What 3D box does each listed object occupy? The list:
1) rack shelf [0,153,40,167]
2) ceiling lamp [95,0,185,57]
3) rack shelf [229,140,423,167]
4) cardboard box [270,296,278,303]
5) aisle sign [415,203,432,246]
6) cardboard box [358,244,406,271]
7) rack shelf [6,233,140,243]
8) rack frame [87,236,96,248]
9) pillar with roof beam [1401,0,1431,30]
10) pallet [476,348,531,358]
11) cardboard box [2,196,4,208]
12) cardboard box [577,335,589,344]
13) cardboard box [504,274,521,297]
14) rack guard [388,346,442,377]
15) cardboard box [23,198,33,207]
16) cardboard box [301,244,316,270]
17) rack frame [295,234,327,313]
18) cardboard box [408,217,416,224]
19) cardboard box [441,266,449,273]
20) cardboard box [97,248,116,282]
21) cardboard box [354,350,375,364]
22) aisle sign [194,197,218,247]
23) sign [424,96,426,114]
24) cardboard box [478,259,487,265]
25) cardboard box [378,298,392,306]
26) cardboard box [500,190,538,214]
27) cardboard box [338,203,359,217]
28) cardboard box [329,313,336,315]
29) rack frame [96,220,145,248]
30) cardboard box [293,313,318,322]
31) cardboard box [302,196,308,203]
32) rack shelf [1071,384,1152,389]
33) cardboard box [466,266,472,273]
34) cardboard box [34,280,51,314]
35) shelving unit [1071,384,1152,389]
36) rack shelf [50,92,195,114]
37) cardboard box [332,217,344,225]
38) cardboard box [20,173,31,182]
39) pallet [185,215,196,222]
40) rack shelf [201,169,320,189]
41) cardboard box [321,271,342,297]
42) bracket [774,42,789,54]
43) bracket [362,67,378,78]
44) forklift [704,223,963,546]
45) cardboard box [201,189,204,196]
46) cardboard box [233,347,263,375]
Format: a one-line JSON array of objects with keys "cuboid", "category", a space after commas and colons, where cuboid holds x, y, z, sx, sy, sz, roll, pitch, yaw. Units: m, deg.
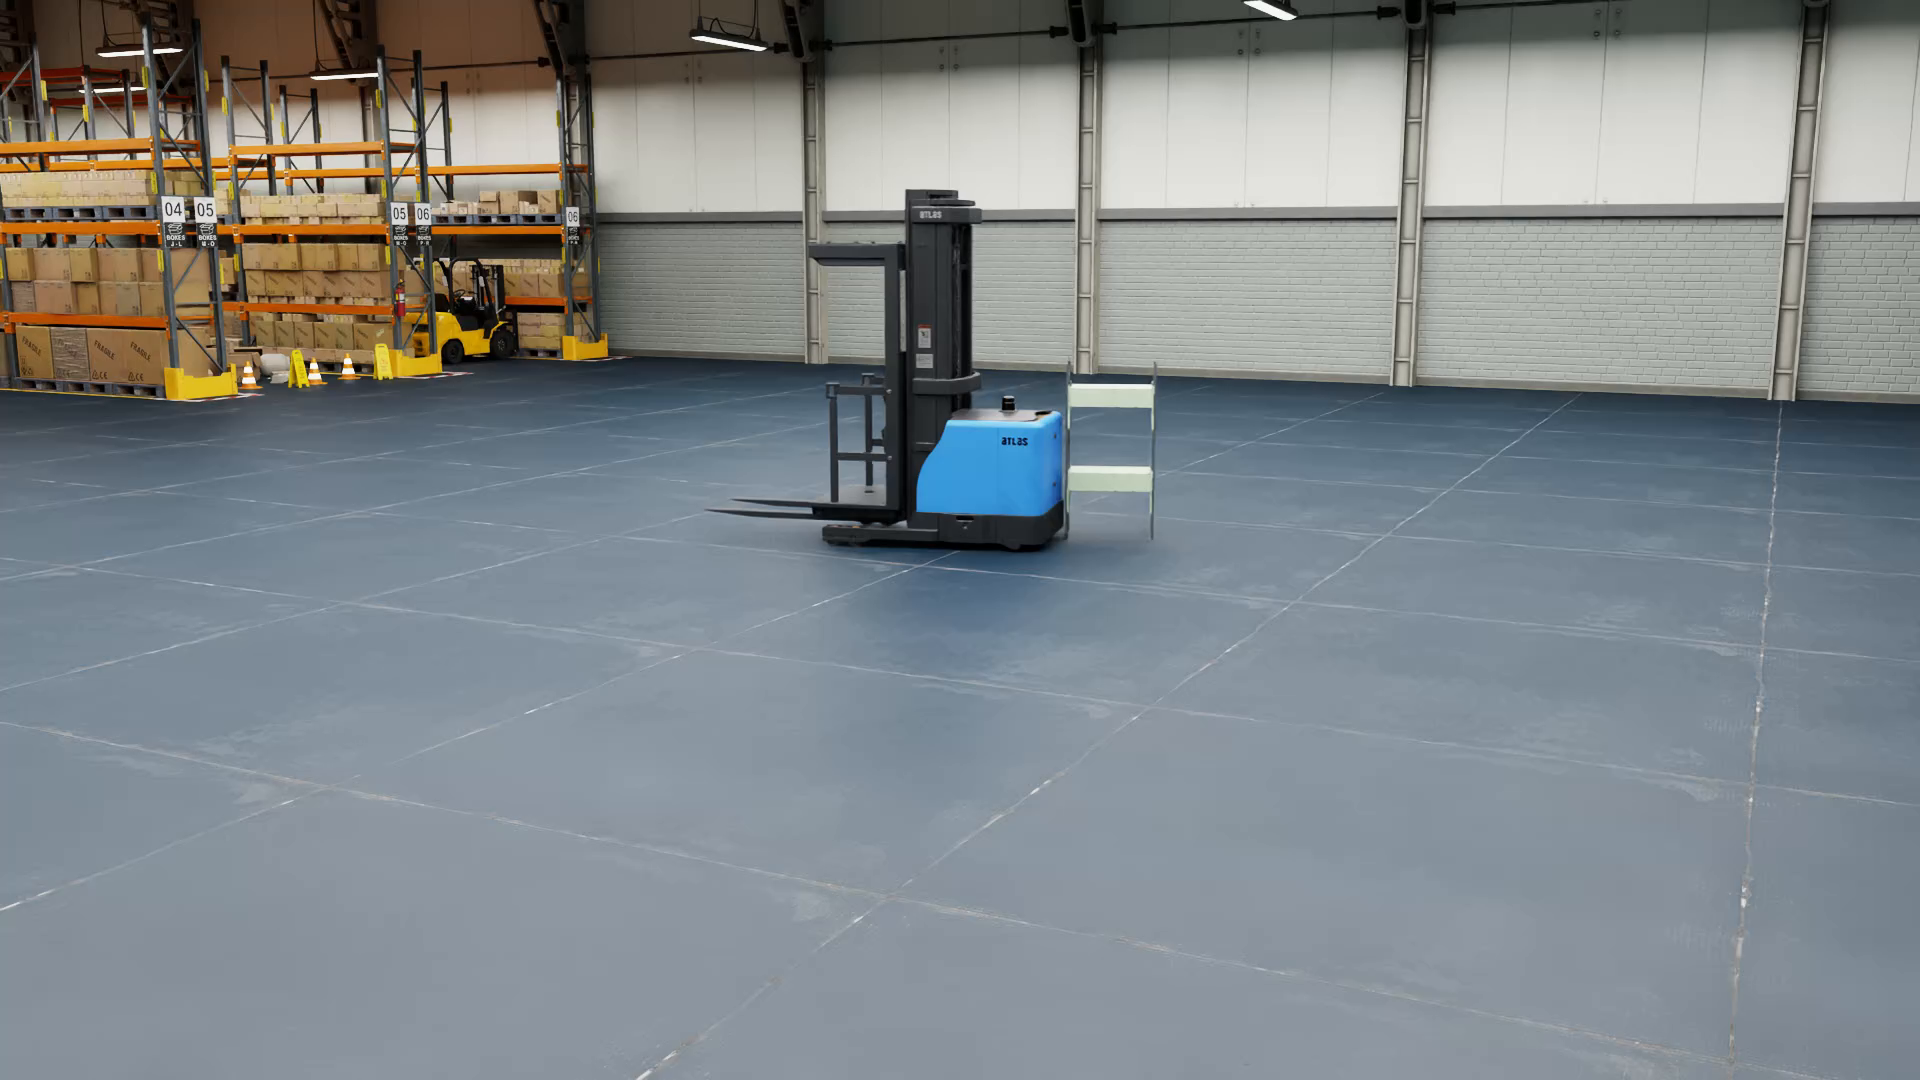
[{"cuboid": [-17.797, -6.702, 29.135, 4.000, 0.370, 1.077, 5, 11, 26], "category": "rack shelf"}, {"cuboid": [-14.749, -10.406, 30.070, 2.000, 3.185, 0.800, 5, 11, 26], "category": "ceiling lamp"}, {"cuboid": [-12.110, -7.380, 31.770, 4.000, 0.370, 1.077, 5, 11, 26], "category": "rack shelf"}, {"cuboid": [-13.262, -4.714, 32.560, 0.250, 0.149, 0.380, 5, 11, 26], "category": "cardboard box"}, {"cuboid": [-10.124, -5.950, 31.384, 0.004, 0.787, 0.394, 5, 11, 26], "category": "aisle sign"}, {"cuboid": [-10.871, -5.319, 31.274, 0.500, 0.500, 0.700, 5, 11, 24], "category": "cardboard box"}, {"cuboid": [-19.284, -6.536, 35.520, 4.000, 0.370, 1.077, 5, 11, 26], "category": "rack shelf"}, {"cuboid": [-22.474, -6.680, 42.714, 0.053, 2.616, 0.949, 5, 11, 26], "category": "rack frame"}, {"cuboid": [5.803, -9.392, 23.975, 0.548, 2.987, 8.718, 5, 11, 26], "category": "pillar with roof beam"}, {"cuboid": [-9.918, -4.197, 36.827, 1.213, 0.211, 1.003, 5, 11, 26], "category": "pallet"}, {"cuboid": [-16.708, -5.831, 28.565, 0.500, 0.250, 0.500, 5, 11, 26], "category": "cardboard box"}, {"cuboid": [-8.478, -4.343, 36.345, 0.500, 0.250, 0.500, 5, 11, 26], "category": "cardboard box"}, {"cuboid": [-9.602, -5.548, 36.181, 0.500, 0.500, 0.500, 5, 11, 25], "category": "cardboard box"}, {"cuboid": [-14.838, -4.446, 30.936, 7.902, 2.800, 5.997, 5, 11, 26], "category": "rack guard"}, {"cuboid": [-15.371, -5.628, 27.728, 0.250, 0.149, 0.380, 5, 11, 26], "category": "cardboard box"}, {"cuboid": [-12.211, -5.445, 31.972, 0.500, 0.500, 0.700, 5, 11, 25], "category": "cardboard box"}, {"cuboid": [-15.298, -6.050, 39.234, 0.127, 3.000, 1.000, 5, 11, 26], "category": "rack frame"}, {"cuboid": [-10.470, -6.057, 31.555, 0.250, 0.149, 0.380, 5, 11, 26], "category": "cardboard box"}, {"cuboid": [-11.308, -6.016, 36.943, 0.250, 0.149, 0.380, 5, 12, 27], "category": "cardboard box"}, {"cuboid": [-13.708, -4.563, 27.565, 0.550, 0.550, 0.875, 5, 11, 26], "category": "cardboard box"}, {"cuboid": [-11.182, -3.502, 31.701, 0.500, 0.250, 0.500, 5, 11, 26], "category": "cardboard box"}, {"cuboid": [-12.220, -5.149, 26.959, 0.004, 0.787, 0.394, 5, 11, 26], "category": "aisle sign"}, {"cuboid": [-10.076, -8.163, 31.223, 0.005, 0.325, 0.100, 5, 11, 26], "category": "sign"}, {"cuboid": [-10.366, -6.088, 36.508, 0.250, 0.149, 0.380, 5, 11, 26], "category": "cardboard box"}, {"cuboid": [-10.747, -4.498, 31.365, 0.250, 0.149, 0.380, 5, 12, 28], "category": "cardboard box"}, {"cuboid": [-9.503, -7.293, 35.940, 0.500, 0.500, 0.700, 5, 11, 26], "category": "cardboard box"}, {"cuboid": [-11.339, -6.214, 31.306, 0.500, 0.250, 0.500, 5, 11, 25], "category": "cardboard box"}, {"cuboid": [-14.155, -4.986, 38.847, 0.625, 0.625, 0.875, 5, 12, 28], "category": "cardboard box"}, {"cuboid": [-17.491, -5.257, 34.852, 0.127, 3.000, 1.000, 5, 11, 26], "category": "rack frame"}, {"cuboid": [-12.704, -4.313, 32.254, 0.250, 0.149, 0.380, 6, 12, 29], "category": "cardboard box"}, {"cuboid": [-12.335, -6.500, 31.766, 0.250, 0.149, 0.380, 5, 12, 27], "category": "cardboard box"}, {"cuboid": [1.289, -1.283, 14.167, 0.686, 0.052, 0.368, 1, 10, 5], "category": "rack shelf"}, {"cuboid": [-10.639, -5.947, 36.566, 0.250, 0.149, 0.380, 5, 11, 25], "category": "cardboard box"}, {"cuboid": [-15.164, -4.150, 28.315, 0.550, 0.550, 0.875, 5, 11, 26], "category": "cardboard box"}, {"cuboid": [1.289, -1.283, 14.167, 0.686, 0.052, 0.368, 1, 10, 5], "category": "shelving unit"}, {"cuboid": [-20.679, -10.756, 41.080, 4.000, 0.370, 1.077, 5, 11, 26], "category": "rack shelf"}, {"cuboid": [-11.663, -6.045, 31.494, 0.250, 0.149, 0.380, 5, 11, 25], "category": "cardboard box"}, {"cuboid": [-15.371, -6.021, 27.657, 0.250, 0.149, 0.380, 5, 11, 25], "category": "cardboard box"}, {"cuboid": [-15.342, -6.472, 33.672, 1.003, 0.211, 1.213, 5, 11, 26], "category": "pallet"}, {"cuboid": [-17.091, -8.608, 39.670, 4.000, 0.370, 1.077, 5, 11, 26], "category": "rack shelf"}, {"cuboid": [-11.819, -4.901, 31.770, 0.500, 0.500, 0.500, 5, 11, 26], "category": "cardboard box"}, {"cuboid": [-3.498, -9.845, 33.249, 0.430, 0.232, 0.235, 5, 11, 26], "category": "bracket"}, {"cuboid": [-13.515, -10.725, 38.113, 0.430, 0.232, 0.235, 5, 11, 26], "category": "bracket"}, {"cuboid": [-1.093, -1.402, 14.305, 2.170, 2.733, 1.118, 3, 11, 14], "category": "forklift"}, {"cuboid": [-15.405, -6.898, 33.340, 0.500, 0.250, 0.500, 5, 12, 27], "category": "cardboard box"}, {"cuboid": [-13.545, -3.411, 31.666, 0.500, 0.500, 0.500, -4, 11, -23], "category": "cardboard box"}]
